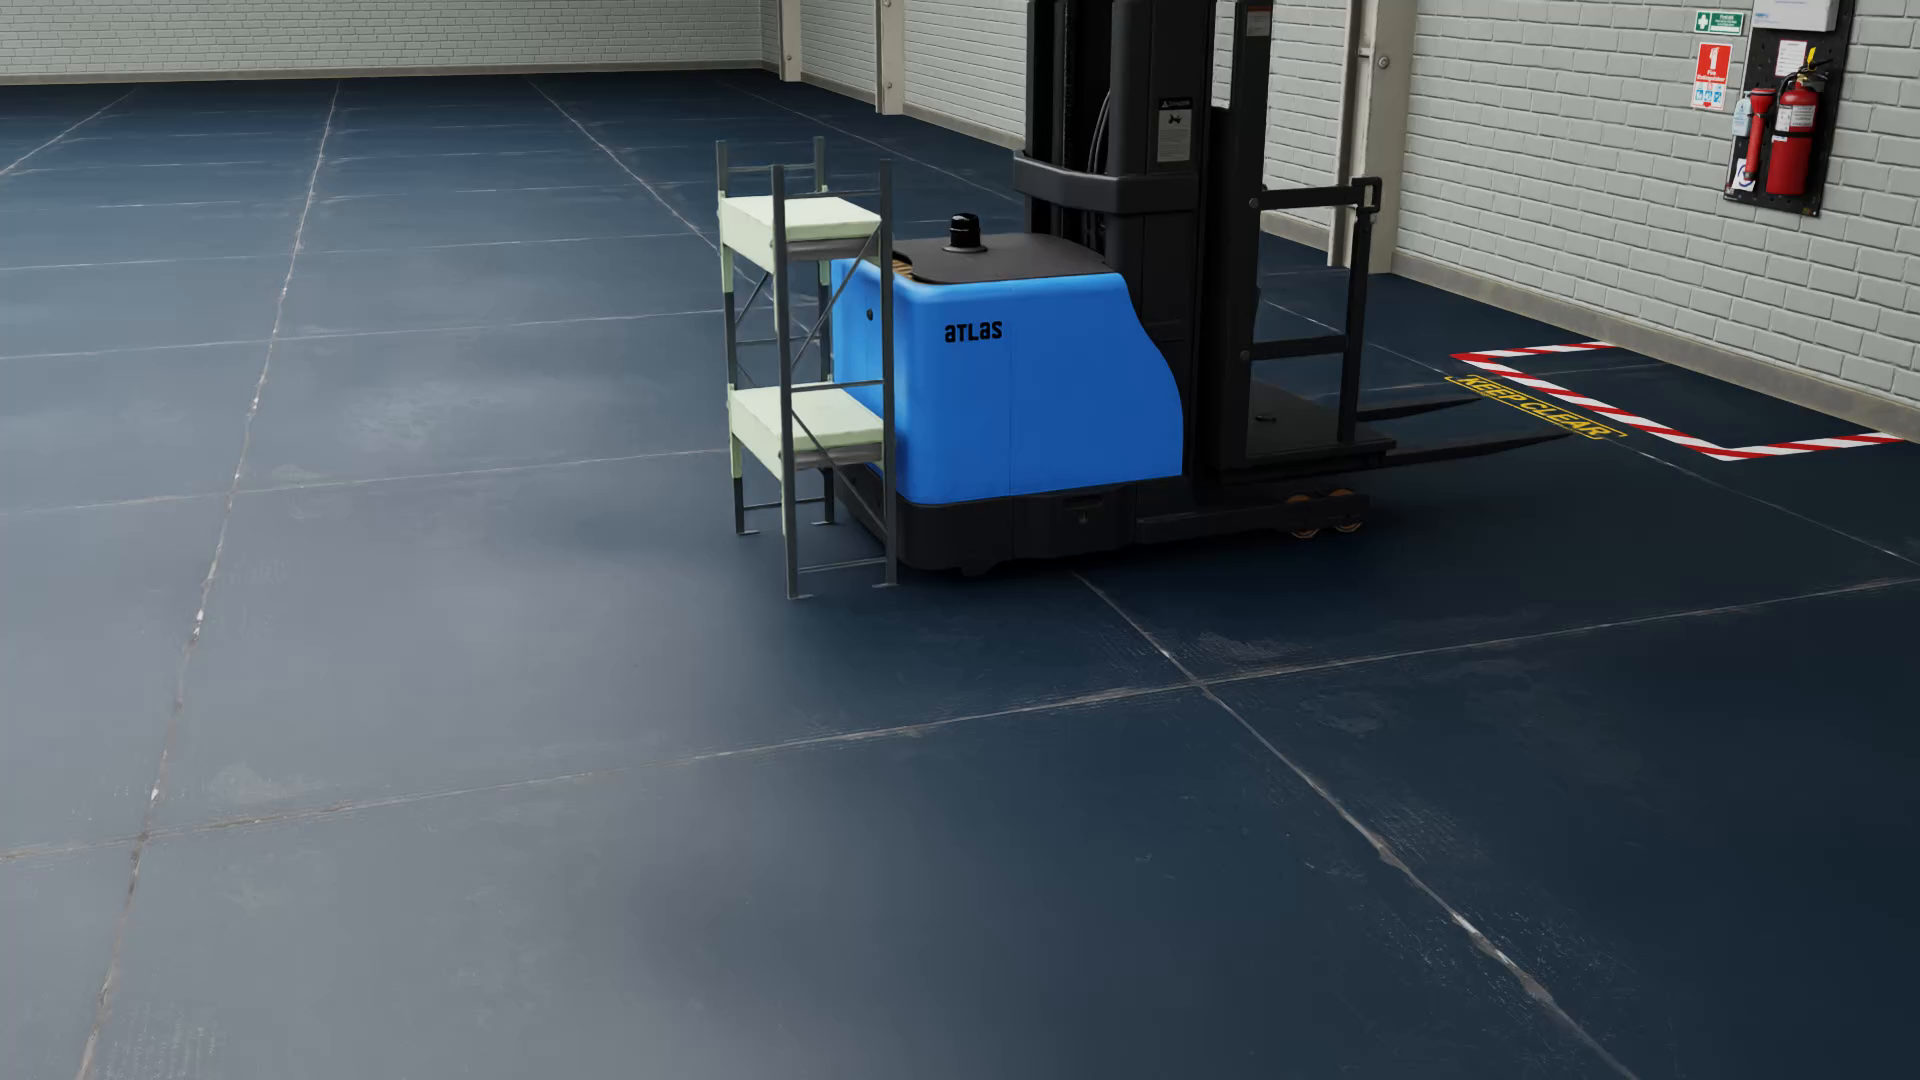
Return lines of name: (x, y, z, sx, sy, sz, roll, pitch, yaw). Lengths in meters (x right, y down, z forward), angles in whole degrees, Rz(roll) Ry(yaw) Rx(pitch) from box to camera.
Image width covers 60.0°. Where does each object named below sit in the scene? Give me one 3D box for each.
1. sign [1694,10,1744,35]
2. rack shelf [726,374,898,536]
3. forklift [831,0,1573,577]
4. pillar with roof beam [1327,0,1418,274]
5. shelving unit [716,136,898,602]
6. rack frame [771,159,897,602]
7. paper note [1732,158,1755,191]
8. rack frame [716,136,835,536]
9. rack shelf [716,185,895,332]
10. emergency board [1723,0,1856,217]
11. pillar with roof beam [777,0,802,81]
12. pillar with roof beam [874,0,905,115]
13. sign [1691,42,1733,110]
sign: (3.895, -2.657, 8.540, 0.001, 0.109, 0.331, -6, 21, -17)
rack shelf: (-0.551, -0.327, 6.072, 0.431, 0.370, 0.720, -8, 21, -20)
forklift: (1.060, -1.543, 6.377, 3.031, 2.935, 1.130, -7, 21, -20)
pillar with roof beam: (-1.254, -5.699, 8.971, 9.100, 9.000, 0.400, -6, 21, -17)
shelving unit: (-0.551, -0.634, 5.962, 0.431, 1.500, 0.755, -8, 21, -20)
rack frame: (-0.415, -0.519, 5.642, 0.400, 1.500, 0.023, -8, 21, -20)
paper note: (3.988, -1.854, 8.445, 0.016, 0.148, 0.142, -6, 21, -17)
rack frame: (-0.687, -0.748, 6.281, 0.400, 1.500, 0.023, -8, 21, -20)
rack shelf: (-0.551, -1.001, 5.830, 0.431, 0.370, 0.720, -8, 21, -20)
emergency board: (3.978, -2.205, 8.117, 0.194, 1.169, 0.643, -6, 21, -17)
pillar with roof beam: (-6.912, -11.475, 25.053, 9.100, 9.000, 0.400, -6, 21, -17)
pillar with roof beam: (-5.026, -9.550, 19.693, 9.100, 9.000, 0.400, -6, 21, -17)
sign: (3.902, -2.410, 8.636, 0.001, 0.329, 0.234, -6, 21, -17)
